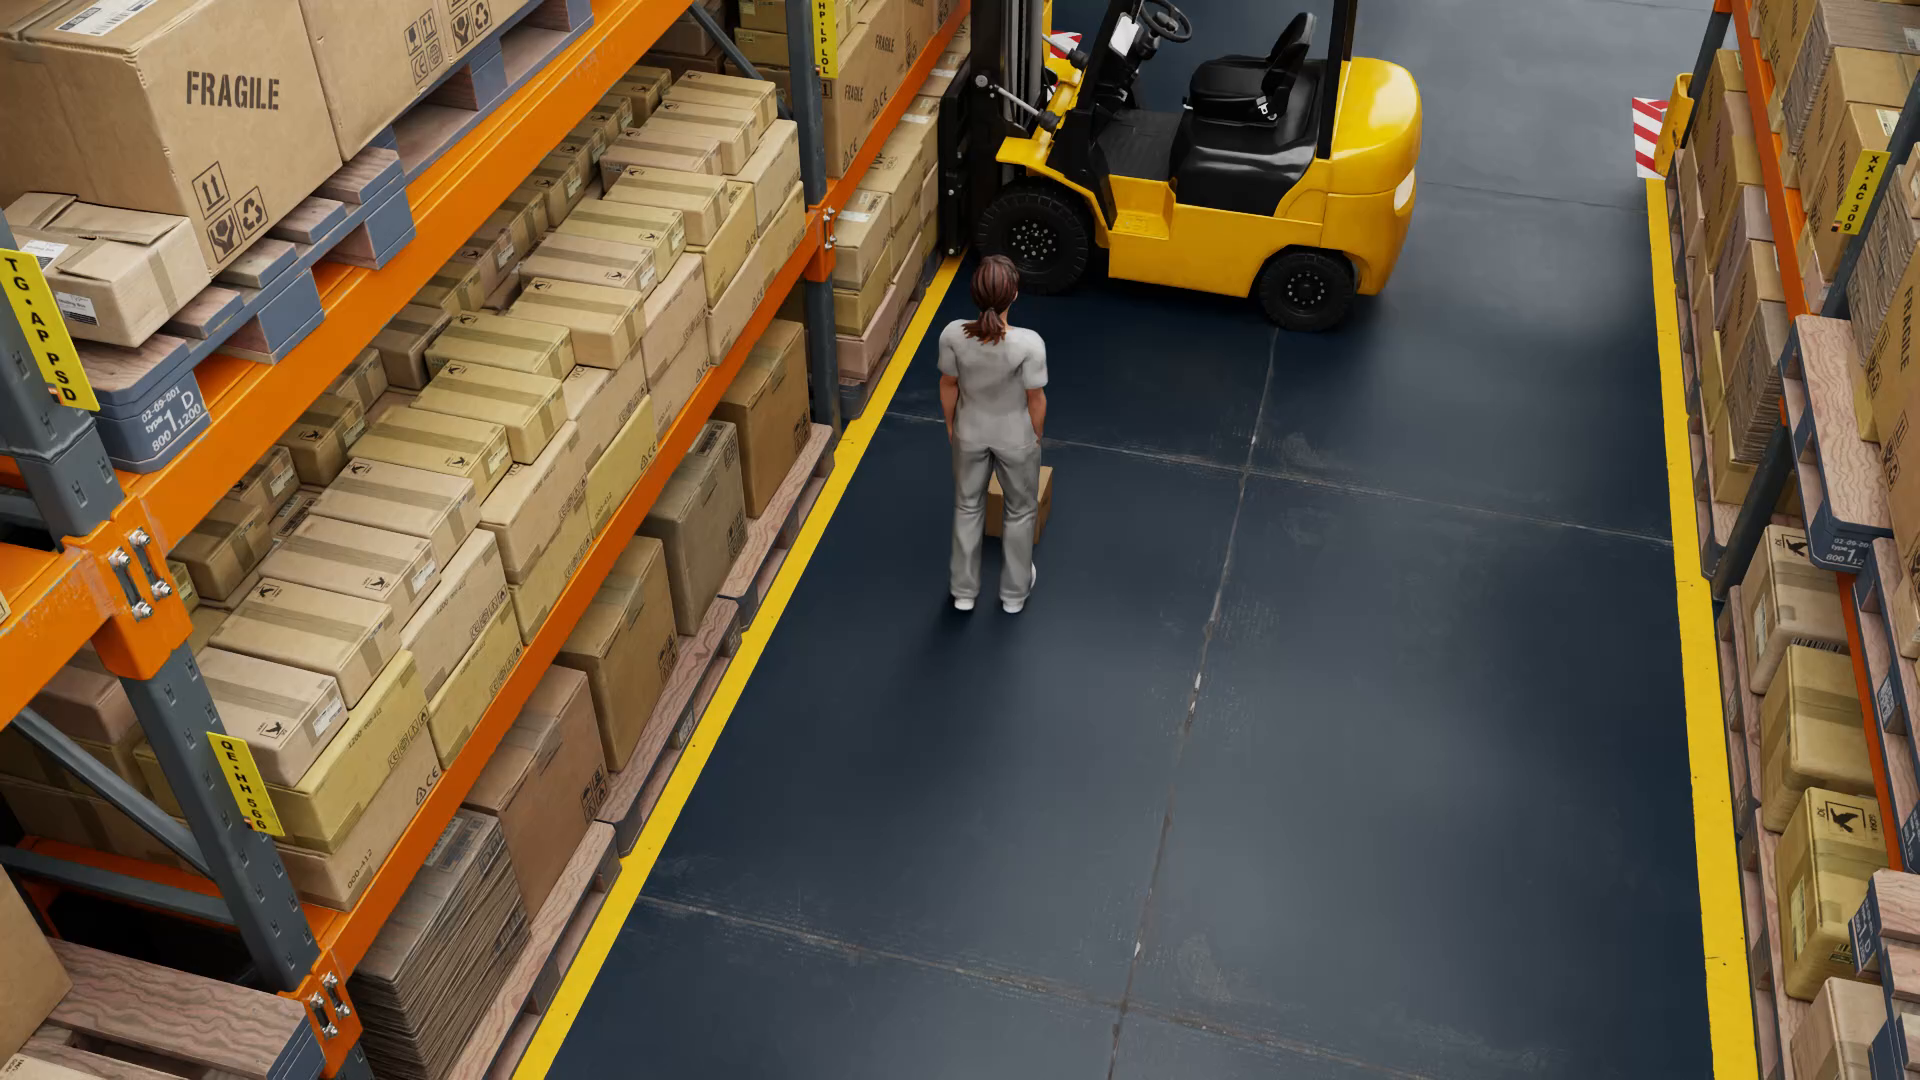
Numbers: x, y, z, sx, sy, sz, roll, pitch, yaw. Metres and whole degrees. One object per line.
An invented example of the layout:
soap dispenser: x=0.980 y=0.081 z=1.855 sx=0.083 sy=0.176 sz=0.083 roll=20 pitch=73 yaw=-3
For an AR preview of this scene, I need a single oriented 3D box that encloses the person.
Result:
person: x=0.133 y=-0.398 z=6.637 sx=0.436 sy=1.690 sz=0.377 roll=11 pitch=42 yaw=12
